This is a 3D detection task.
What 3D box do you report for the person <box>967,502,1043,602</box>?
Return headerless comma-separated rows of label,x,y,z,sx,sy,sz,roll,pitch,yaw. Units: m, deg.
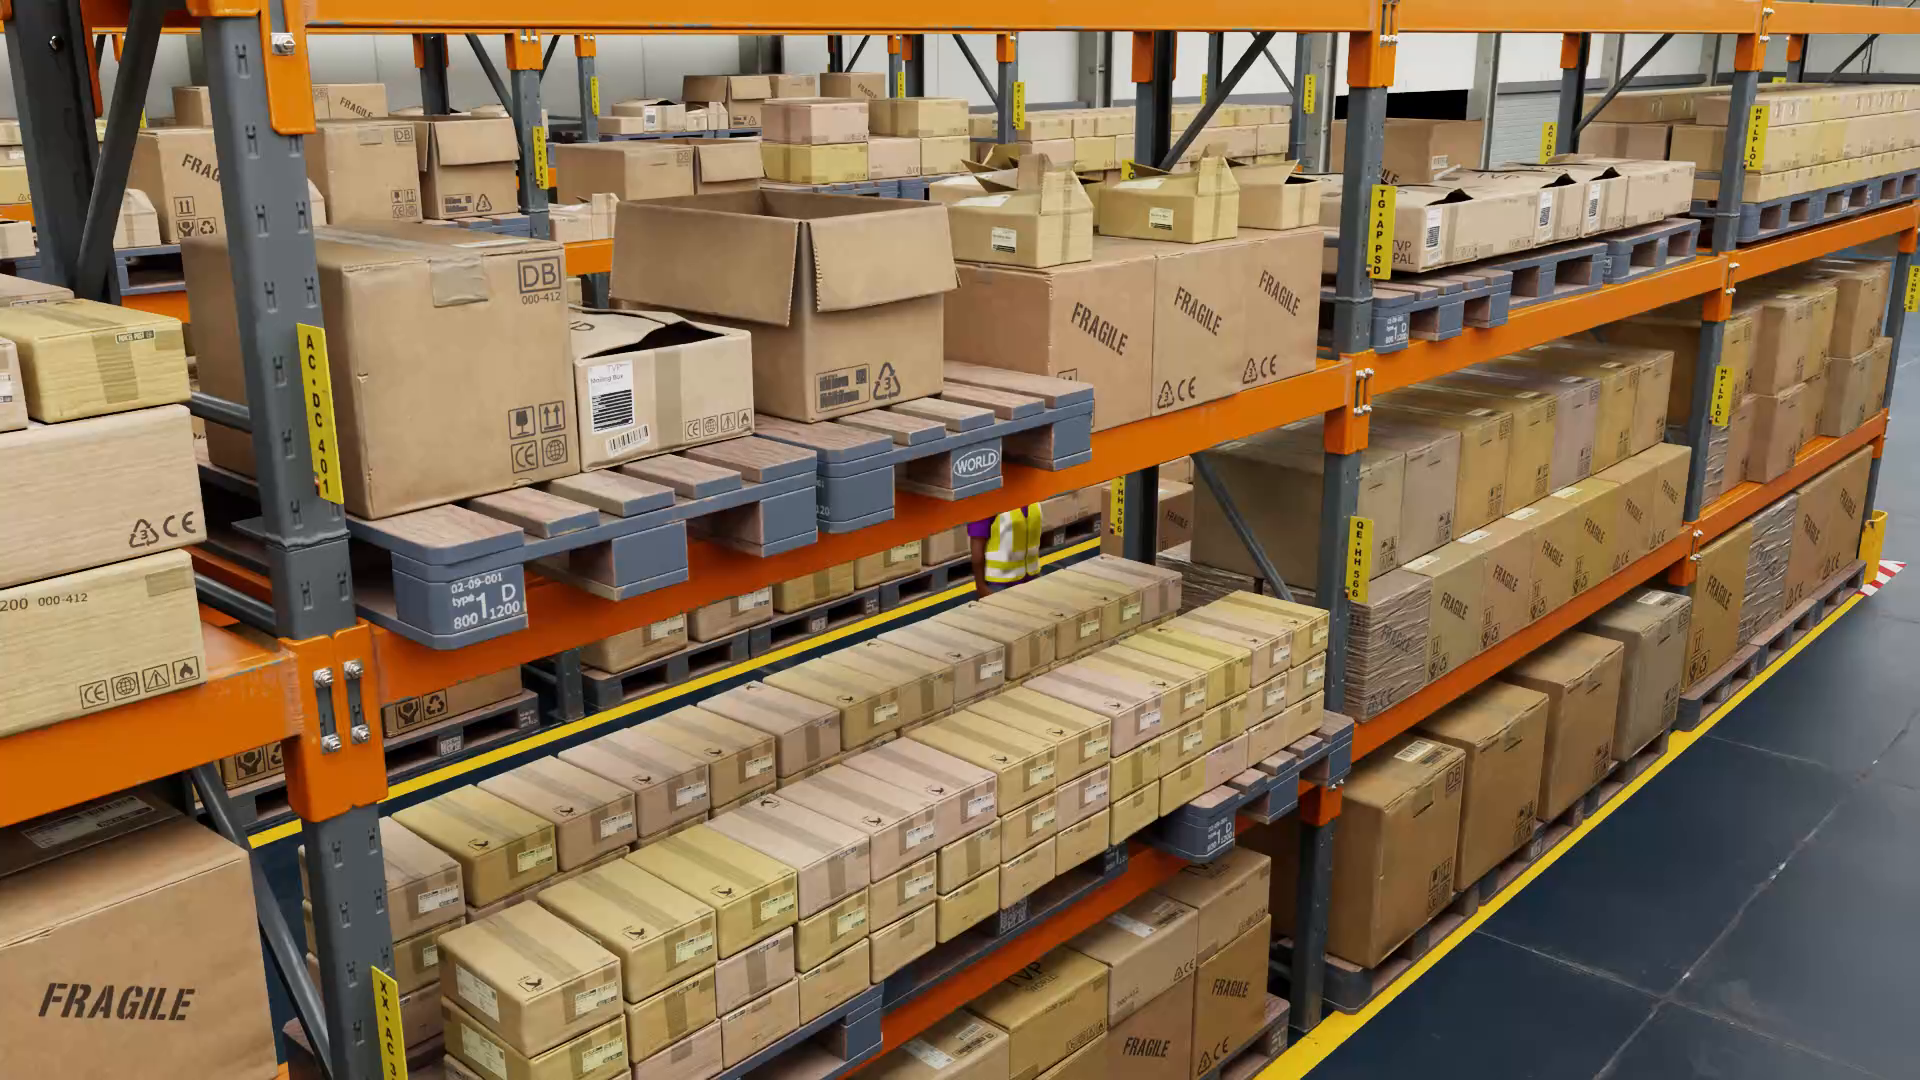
person,0.291,0.224,9.786,0.370,1.776,0.567,15,22,40
